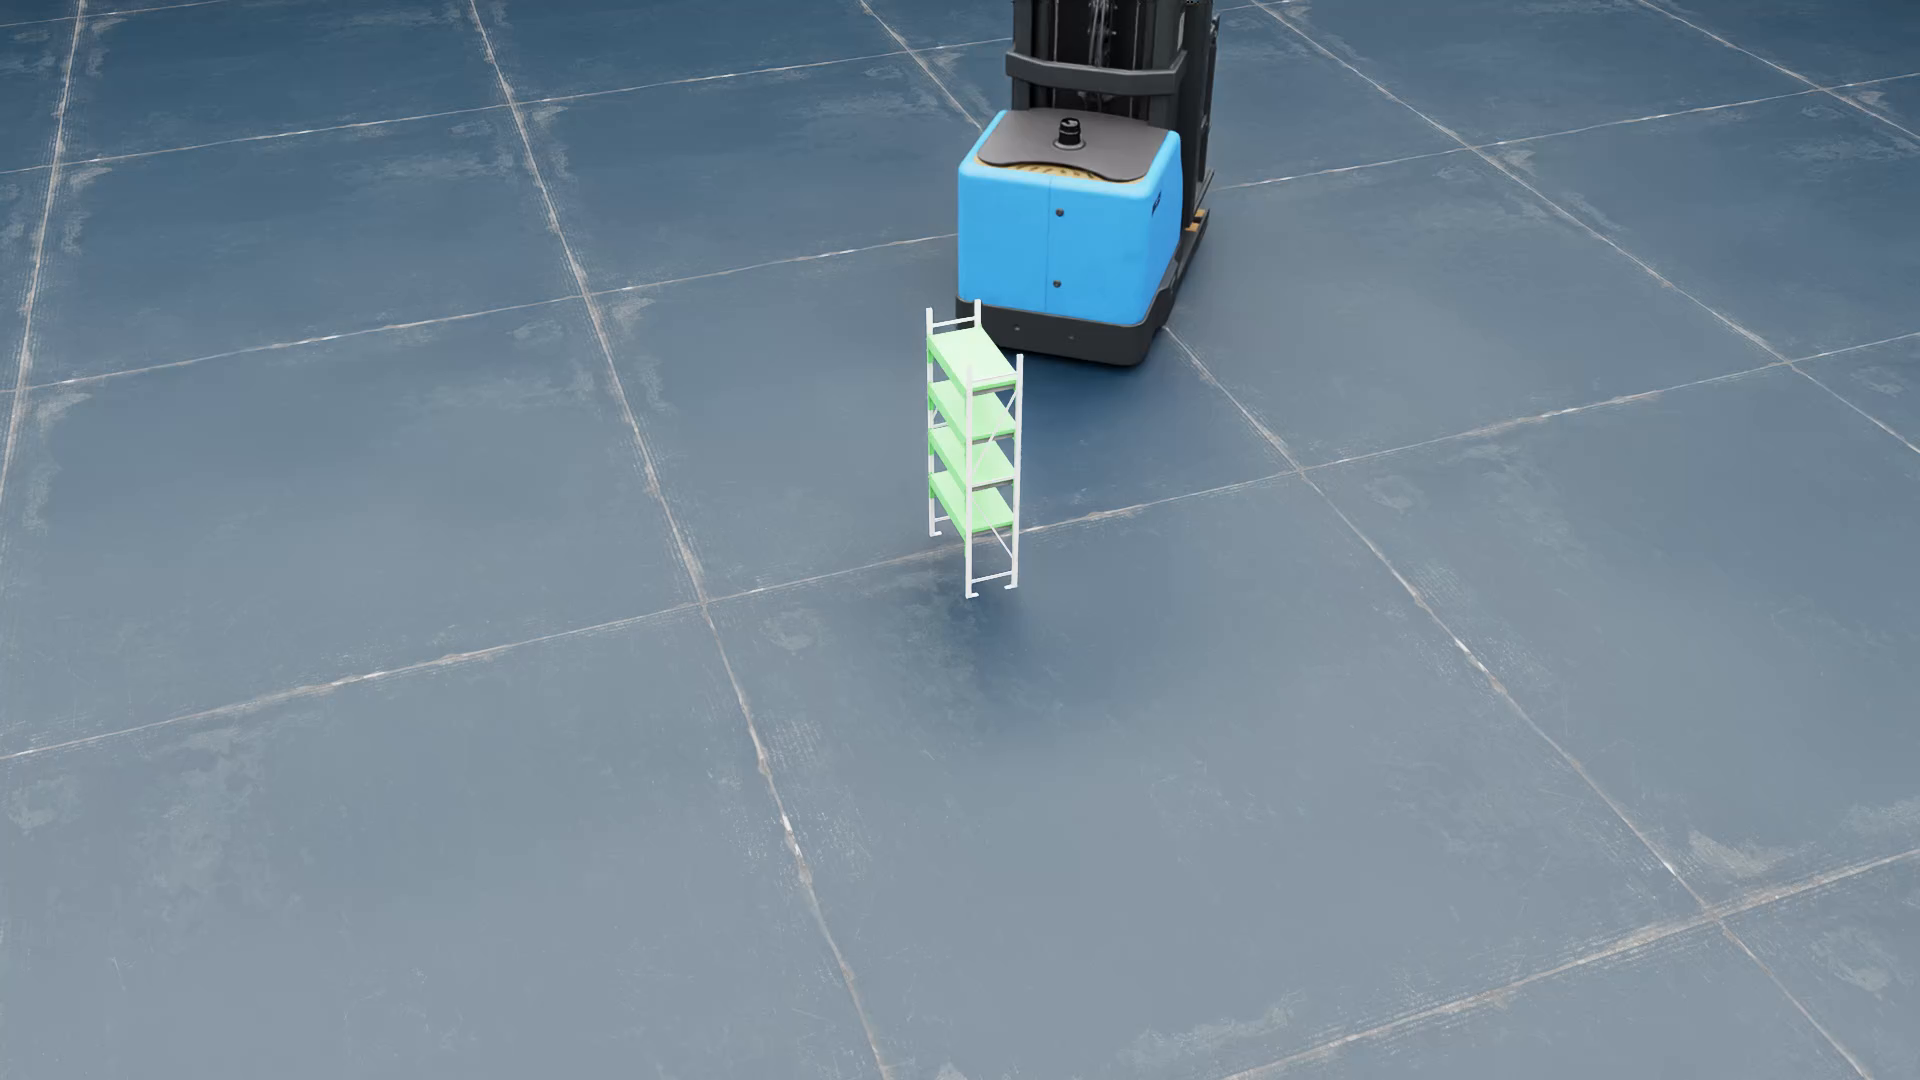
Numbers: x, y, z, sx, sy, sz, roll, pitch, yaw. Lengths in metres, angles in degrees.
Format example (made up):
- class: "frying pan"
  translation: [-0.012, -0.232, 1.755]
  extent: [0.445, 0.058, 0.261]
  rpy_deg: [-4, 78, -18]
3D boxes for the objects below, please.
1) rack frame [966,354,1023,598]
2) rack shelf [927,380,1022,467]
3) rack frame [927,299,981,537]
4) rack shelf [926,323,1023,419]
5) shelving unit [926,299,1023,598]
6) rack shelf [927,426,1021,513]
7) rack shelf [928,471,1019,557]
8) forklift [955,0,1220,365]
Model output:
- class: "rack frame"
  translation: [0.141, -0.248, 7.082]
  extent: [0.240, 1.200, 0.015]
  rpy_deg: [-12, 39, -16]
- class: "rack shelf"
  translation: [0.057, -0.526, 7.159]
  extent: [0.258, 0.148, 0.480]
  rpy_deg: [-12, 39, -16]
- class: "rack frame"
  translation: [-0.027, -0.524, 7.448]
  extent: [0.240, 1.200, 0.015]
  rpy_deg: [-12, 39, -16]
- class: "rack shelf"
  translation: [0.057, -0.718, 7.015]
  extent: [0.258, 0.148, 0.480]
  rpy_deg: [-12, 39, -16]
- class: "shelving unit"
  translation: [0.057, -0.386, 7.265]
  extent: [0.258, 1.200, 0.503]
  rpy_deg: [-12, 39, -16]
- class: "rack shelf"
  translation: [0.057, -0.335, 7.303]
  extent: [0.258, 0.148, 0.480]
  rpy_deg: [-12, 39, -16]
- class: "rack shelf"
  translation: [0.057, -0.143, 7.448]
  extent: [0.258, 0.148, 0.480]
  rpy_deg: [-12, 39, -16]
- class: "forklift"
  translation: [0.902, -2.990, 9.284]
  extent: [1.130, 2.935, 3.031]
  rpy_deg: [11, 38, 14]
